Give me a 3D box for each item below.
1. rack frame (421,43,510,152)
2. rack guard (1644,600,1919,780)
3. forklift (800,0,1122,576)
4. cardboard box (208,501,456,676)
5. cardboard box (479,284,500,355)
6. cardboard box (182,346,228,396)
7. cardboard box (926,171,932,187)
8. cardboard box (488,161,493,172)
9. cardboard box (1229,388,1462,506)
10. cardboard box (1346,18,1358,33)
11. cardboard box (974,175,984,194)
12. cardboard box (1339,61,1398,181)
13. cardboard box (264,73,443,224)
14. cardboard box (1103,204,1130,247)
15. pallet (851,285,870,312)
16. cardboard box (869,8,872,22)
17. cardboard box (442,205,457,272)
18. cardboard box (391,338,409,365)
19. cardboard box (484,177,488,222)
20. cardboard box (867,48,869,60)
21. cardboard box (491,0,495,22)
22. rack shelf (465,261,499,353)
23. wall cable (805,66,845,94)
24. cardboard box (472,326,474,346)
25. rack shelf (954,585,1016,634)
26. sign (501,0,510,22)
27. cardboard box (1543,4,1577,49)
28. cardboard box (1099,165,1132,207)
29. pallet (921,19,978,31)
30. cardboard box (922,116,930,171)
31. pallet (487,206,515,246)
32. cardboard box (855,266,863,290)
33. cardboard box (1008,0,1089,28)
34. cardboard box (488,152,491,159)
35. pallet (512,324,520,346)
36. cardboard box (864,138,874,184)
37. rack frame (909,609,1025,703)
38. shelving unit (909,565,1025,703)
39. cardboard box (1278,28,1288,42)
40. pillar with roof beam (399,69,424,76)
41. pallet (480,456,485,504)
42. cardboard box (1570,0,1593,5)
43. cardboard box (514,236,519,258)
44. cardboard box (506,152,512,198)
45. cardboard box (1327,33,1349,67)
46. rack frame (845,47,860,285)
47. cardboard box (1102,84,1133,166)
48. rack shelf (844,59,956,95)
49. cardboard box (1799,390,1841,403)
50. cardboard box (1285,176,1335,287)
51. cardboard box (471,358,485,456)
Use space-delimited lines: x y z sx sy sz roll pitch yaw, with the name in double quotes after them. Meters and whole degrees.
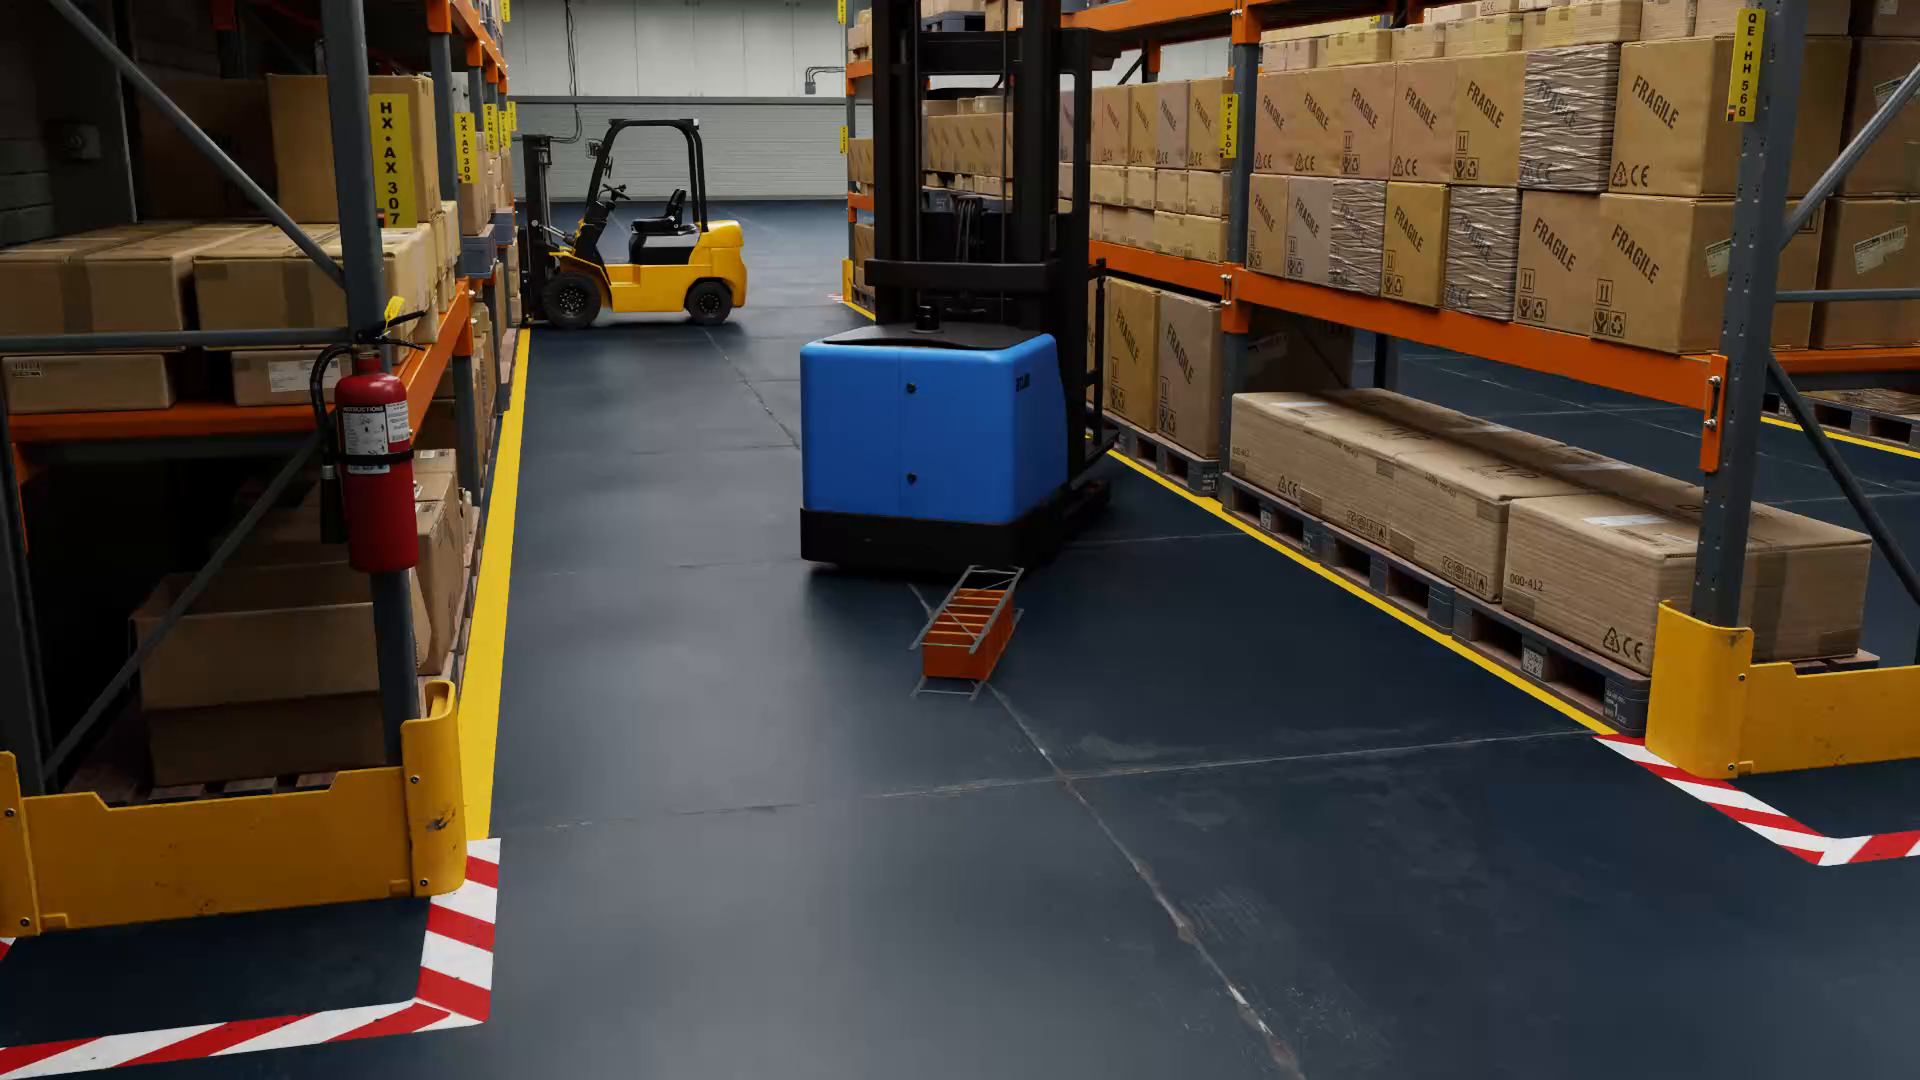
-5.698 -4.181 19.219 1.000 3.000 0.127 -3 14 -13 "rack frame"
2.889 0.453 5.521 1.175 0.500 0.348 -3 14 -13 "rack guard"
0.194 -1.565 8.657 1.130 2.935 3.031 4 14 17 "forklift"
-2.155 0.175 5.773 0.700 0.500 0.500 -3 14 -11 "cardboard box"
-4.114 -1.681 13.105 0.875 0.625 0.625 -3 14 -11 "cardboard box"
-2.279 -0.491 4.646 0.380 0.149 0.250 -3 14 -12 "cardboard box"
-0.112 -3.472 15.964 0.380 0.149 0.250 -3 14 -12 "cardboard box"
-3.662 -2.623 12.104 0.500 0.250 0.500 -3 14 -13 "cardboard box"
1.987 -0.499 8.661 0.875 0.438 0.875 -3 14 -14 "cardboard box"
4.397 -5.547 17.924 0.380 0.149 0.250 -3 14 -12 "cardboard box"
0.333 -2.992 13.998 0.380 0.149 0.250 -3 14 -12 "cardboard box"
2.042 -1.865 7.424 0.500 0.500 0.500 -3 14 -12 "cardboard box"
-2.138 -1.391 5.911 0.500 0.500 0.500 -3 14 -12 "cardboard box"
1.250 -2.061 10.857 0.500 0.250 0.500 -3 14 -13 "cardboard box"
-0.700 -2.897 19.839 1.003 0.211 1.213 -3 14 -13 "pallet"
-0.796 -5.790 18.336 0.380 0.149 0.250 -3 14 -12 "cardboard box"
-2.391 -1.265 6.976 0.500 0.250 0.500 -3 14 -13 "cardboard box"
-1.951 -0.635 5.237 0.380 0.149 0.250 -3 14 -11 "cardboard box"
-2.833 -1.893 9.254 0.396 0.266 0.258 -3 14 -10 "cardboard box"
-0.852 -5.524 18.928 0.380 0.149 0.250 -3 14 -14 "cardboard box"
-4.717 -5.130 15.876 0.500 0.311 0.500 -3 14 -12 "cardboard box"
-3.350 -1.524 9.862 1.077 0.370 4.000 -3 14 -13 "rack shelf"
-3.631 -16.736 50.803 2.305 6.003 0.169 -3 14 -13 "wall cable"
-3.173 -1.233 10.168 0.380 0.149 0.250 -4 14 -16 "cardboard box"
0.101 0.281 6.855 0.258 0.180 0.103 3 14 11 "rack shelf"
-5.168 -6.057 18.878 0.100 0.325 0.005 -3 14 -13 "sign"
2.360 -1.861 6.039 0.380 0.149 0.250 -3 14 -12 "cardboard box"
1.215 -2.299 10.781 0.500 0.250 0.500 -3 14 -12 "cardboard box"
0.107 -4.753 15.637 1.213 0.211 1.003 -3 14 -13 "pallet"
-0.103 -3.809 15.973 0.500 0.500 0.500 -3 14 -12 "cardboard box"
-3.592 -2.090 11.064 1.213 0.211 1.003 -3 14 -13 "pallet"
-0.954 -3.125 19.807 0.500 0.250 0.500 -3 14 -14 "cardboard box"
0.792 -4.338 13.331 0.700 0.500 0.500 -3 14 -13 "cardboard box"
-3.921 -3.086 13.161 0.380 0.149 0.250 -3 14 -12 "cardboard box"
-4.905 -2.089 16.534 1.003 0.211 1.213 -3 14 -13 "pallet"
-0.787 -4.290 18.828 0.500 0.500 0.500 -4 14 -14 "cardboard box"
0.046 0.438 6.606 0.240 0.006 1.200 3 14 11 "rack frame"
0.046 0.349 6.584 0.258 0.189 1.200 3 14 11 "shelving unit"
3.979 -5.957 19.604 0.380 0.149 0.250 -3 14 -14 "cardboard box"
-3.635 -8.508 24.292 9.100 9.000 0.400 -3 14 -13 "pillar with roof beam"
-3.108 -0.243 8.979 1.003 0.211 1.213 -3 14 -13 "pallet"
5.438 -4.634 14.151 0.380 0.166 0.250 -3 14 -13 "cardboard box"
-4.806 -2.974 17.081 0.500 0.250 0.500 -3 14 -11 "cardboard box"
-5.215 -4.010 18.311 0.500 0.500 0.500 -3 14 -11 "cardboard box"
1.941 -2.277 7.741 0.380 0.149 0.250 -3 14 -14 "cardboard box"
-0.874 -4.458 20.355 1.000 3.000 0.127 -3 14 -13 "rack frame"
1.230 -2.669 10.714 0.500 0.500 0.500 -3 14 -12 "cardboard box"
-0.405 -5.105 18.196 1.077 0.370 4.000 -3 14 -13 "rack shelf"
6.193 -1.254 11.622 0.500 0.500 0.500 -4 14 -15 "cardboard box"
1.914 -1.499 8.033 0.500 0.500 0.500 -3 14 -13 "cardboard box"
-3.022 -0.764 9.616 0.500 0.500 0.500 -4 14 -15 "cardboard box"
